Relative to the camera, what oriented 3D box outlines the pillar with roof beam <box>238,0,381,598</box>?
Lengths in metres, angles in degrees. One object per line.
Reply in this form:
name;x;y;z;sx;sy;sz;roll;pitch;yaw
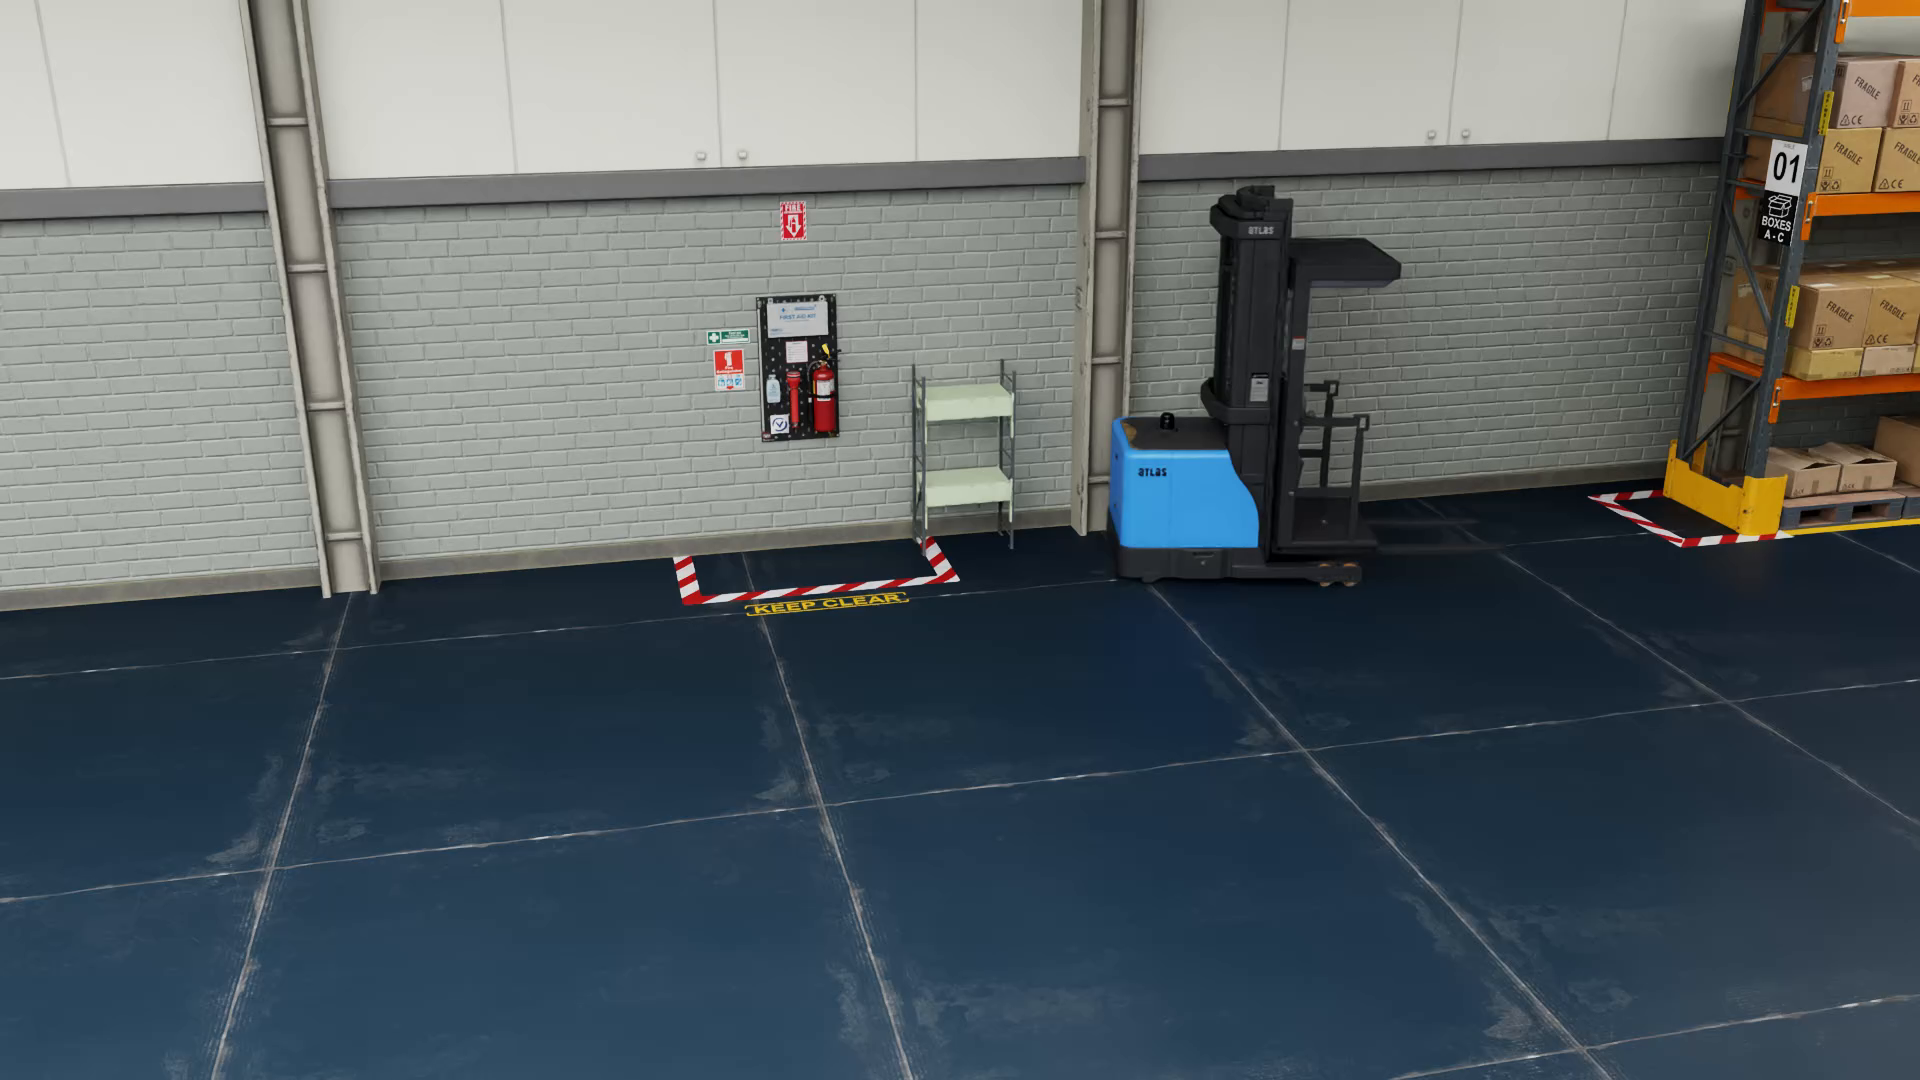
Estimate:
pillar with roof beam;-3.684;-2.412;7.315;0.400;9.000;9.100;-5;21;-12

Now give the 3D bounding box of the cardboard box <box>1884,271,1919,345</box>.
cardboard box;8.043;-1.943;13.858;0.500;0.500;0.500;-5;21;-14

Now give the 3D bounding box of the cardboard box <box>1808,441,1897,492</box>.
cardboard box;7.770;-0.654;14.510;0.500;0.311;0.500;-3;20;-8

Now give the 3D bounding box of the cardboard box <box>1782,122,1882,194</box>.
cardboard box;6.905;-3.048;13.239;0.500;0.500;0.500;-4;21;-11

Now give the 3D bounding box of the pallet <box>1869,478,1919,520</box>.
pallet;8.579;-0.485;14.832;1.213;0.211;1.003;-5;21;-12

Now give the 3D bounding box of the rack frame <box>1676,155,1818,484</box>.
rack frame;6.522;-1.641;13.932;0.127;3.000;1.000;-5;21;-12

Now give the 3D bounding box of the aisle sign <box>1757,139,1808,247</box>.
aisle sign;6.521;-2.755;13.195;0.004;0.787;0.394;-5;21;-12

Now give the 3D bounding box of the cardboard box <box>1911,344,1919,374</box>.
cardboard box;8.069;-1.596;14.000;0.500;0.250;0.500;-5;21;-13

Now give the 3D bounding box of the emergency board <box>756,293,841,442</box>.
emergency board;-1.249;-1.328;13.078;0.643;1.169;0.194;-5;21;-12

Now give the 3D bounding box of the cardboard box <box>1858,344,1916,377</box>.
cardboard box;7.572;-1.558;13.895;0.500;0.250;0.500;-5;21;-14

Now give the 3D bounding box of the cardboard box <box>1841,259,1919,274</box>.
cardboard box;7.926;-2.119;14.337;0.500;0.500;0.500;-5;21;-14

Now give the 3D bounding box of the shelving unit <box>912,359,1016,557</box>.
shelving unit;0.026;-0.666;13.438;0.755;1.500;0.431;-5;22;-13

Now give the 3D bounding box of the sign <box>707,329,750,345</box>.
sign;-1.804;-1.582;12.949;0.331;0.109;0.001;-5;21;-12

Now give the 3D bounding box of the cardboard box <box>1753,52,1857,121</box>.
cardboard box;6.881;-3.697;13.556;0.500;0.500;0.500;-4;20;-10

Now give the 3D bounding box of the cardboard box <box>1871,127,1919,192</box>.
cardboard box;7.435;-3.079;13.323;0.500;0.500;0.500;-3;20;-9

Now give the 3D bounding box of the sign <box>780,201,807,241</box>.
sign;-1.280;-2.449;12.769;0.199;0.298;0.001;-5;21;-12

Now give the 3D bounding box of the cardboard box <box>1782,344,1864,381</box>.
cardboard box;7.070;-1.512;13.770;0.500;0.250;0.500;-5;21;-14

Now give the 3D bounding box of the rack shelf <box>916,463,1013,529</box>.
rack shelf;0.024;-0.362;13.556;0.720;0.370;0.431;-5;22;-13

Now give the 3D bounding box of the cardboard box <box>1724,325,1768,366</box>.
cardboard box;6.932;-1.681;14.233;0.500;0.250;0.500;-4;21;-12

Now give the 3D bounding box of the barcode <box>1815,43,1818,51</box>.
barcode;7.098;-4.071;13.734;0.075;0.075;0.001;-5;21;-12

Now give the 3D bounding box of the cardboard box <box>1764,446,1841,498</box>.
cardboard box;7.216;-0.609;14.386;0.500;0.311;0.500;-7;21;-19

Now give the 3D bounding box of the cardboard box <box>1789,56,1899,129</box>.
cardboard box;6.952;-3.524;13.085;0.500;0.500;0.500;-6;21;-16

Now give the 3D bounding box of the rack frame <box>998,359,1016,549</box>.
rack frame;0.381;-0.696;13.520;0.023;1.500;0.400;-5;22;-13

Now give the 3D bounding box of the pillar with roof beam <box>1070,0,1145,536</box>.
pillar with roof beam;2.155;-2.887;8.612;0.400;9.000;9.100;-5;21;-12

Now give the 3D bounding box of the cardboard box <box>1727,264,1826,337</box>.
cardboard box;6.931;-2.040;14.122;0.500;0.500;0.500;-5;21;-13

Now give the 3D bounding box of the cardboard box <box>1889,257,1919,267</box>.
cardboard box;8.416;-2.159;14.446;0.500;0.500;0.500;-4;21;-12

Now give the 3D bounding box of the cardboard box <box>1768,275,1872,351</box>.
cardboard box;7.055;-1.869;13.654;0.500;0.500;0.500;-5;21;-12

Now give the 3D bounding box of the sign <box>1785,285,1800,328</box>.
sign;6.647;-1.865;13.288;0.005;0.325;0.100;-5;21;-12

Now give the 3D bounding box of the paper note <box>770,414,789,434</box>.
paper note;-1.437;-0.923;13.255;0.142;0.148;0.016;-5;21;-12

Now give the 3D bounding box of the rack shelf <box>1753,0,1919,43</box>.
rack shelf;8.468;-4.276;13.457;4.000;0.370;1.077;-5;21;-12

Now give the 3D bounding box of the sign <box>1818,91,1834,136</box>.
sign;6.647;-3.278;12.770;0.005;0.325;0.100;-5;21;-12

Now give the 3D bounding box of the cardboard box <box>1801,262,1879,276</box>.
cardboard box;7.424;-2.077;14.222;0.500;0.500;0.500;-4;21;-12

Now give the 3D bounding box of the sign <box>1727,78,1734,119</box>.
sign;6.413;-3.652;13.776;0.005;0.325;0.100;-5;21;-12

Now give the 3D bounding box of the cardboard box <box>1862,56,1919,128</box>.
cardboard box;7.452;-3.547;13.147;0.500;0.500;0.500;-5;21;-13

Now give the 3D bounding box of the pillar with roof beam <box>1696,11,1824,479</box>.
pillar with roof beam;7.994;-3.361;9.908;0.400;9.000;9.100;-5;21;-12

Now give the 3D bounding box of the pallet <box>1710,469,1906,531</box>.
pallet;7.394;-0.390;14.572;1.213;0.211;1.003;-5;21;-12

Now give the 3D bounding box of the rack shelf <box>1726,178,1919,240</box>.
rack shelf;8.468;-2.870;13.972;4.000;0.370;1.077;-5;21;-12

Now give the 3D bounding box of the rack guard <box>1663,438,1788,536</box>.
rack guard;6.596;-0.473;14.379;0.348;0.500;1.175;-5;21;-12

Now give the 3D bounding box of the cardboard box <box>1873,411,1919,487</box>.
cardboard box;8.496;-0.785;14.590;0.500;0.500;0.700;-6;21;-16

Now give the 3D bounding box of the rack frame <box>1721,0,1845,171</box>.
rack frame;6.522;-4.458;12.900;0.127;3.000;1.000;-5;21;-12

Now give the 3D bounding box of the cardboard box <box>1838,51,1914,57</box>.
cardboard box;7.409;-3.743;13.684;0.500;0.500;0.500;-3;20;-9

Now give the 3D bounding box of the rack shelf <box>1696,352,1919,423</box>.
rack shelf;8.468;-1.461;14.488;4.000;0.370;1.077;-5;21;-12

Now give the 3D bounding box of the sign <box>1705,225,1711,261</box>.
sign;6.413;-2.520;14.190;0.005;0.325;0.100;-5;21;-12

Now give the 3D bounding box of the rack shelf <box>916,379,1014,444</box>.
rack shelf;0.027;-1.030;13.297;0.720;0.370;0.431;-5;22;-13

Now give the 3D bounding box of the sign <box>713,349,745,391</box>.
sign;-1.811;-1.335;13.047;0.234;0.329;0.001;-5;21;-12

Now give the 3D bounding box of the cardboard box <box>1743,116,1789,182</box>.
cardboard box;6.869;-3.223;13.717;0.500;0.500;0.500;-3;20;-9

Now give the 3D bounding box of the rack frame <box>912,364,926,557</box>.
rack frame;-0.330;-0.636;13.356;0.023;1.500;0.400;-5;22;-13

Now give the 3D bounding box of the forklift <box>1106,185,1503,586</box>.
forklift;2.728;-1.207;12.849;3.031;2.935;1.130;0;20;-1

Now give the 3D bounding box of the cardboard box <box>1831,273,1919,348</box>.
cardboard box;7.539;-1.905;13.752;0.500;0.500;0.500;-5;21;-12
